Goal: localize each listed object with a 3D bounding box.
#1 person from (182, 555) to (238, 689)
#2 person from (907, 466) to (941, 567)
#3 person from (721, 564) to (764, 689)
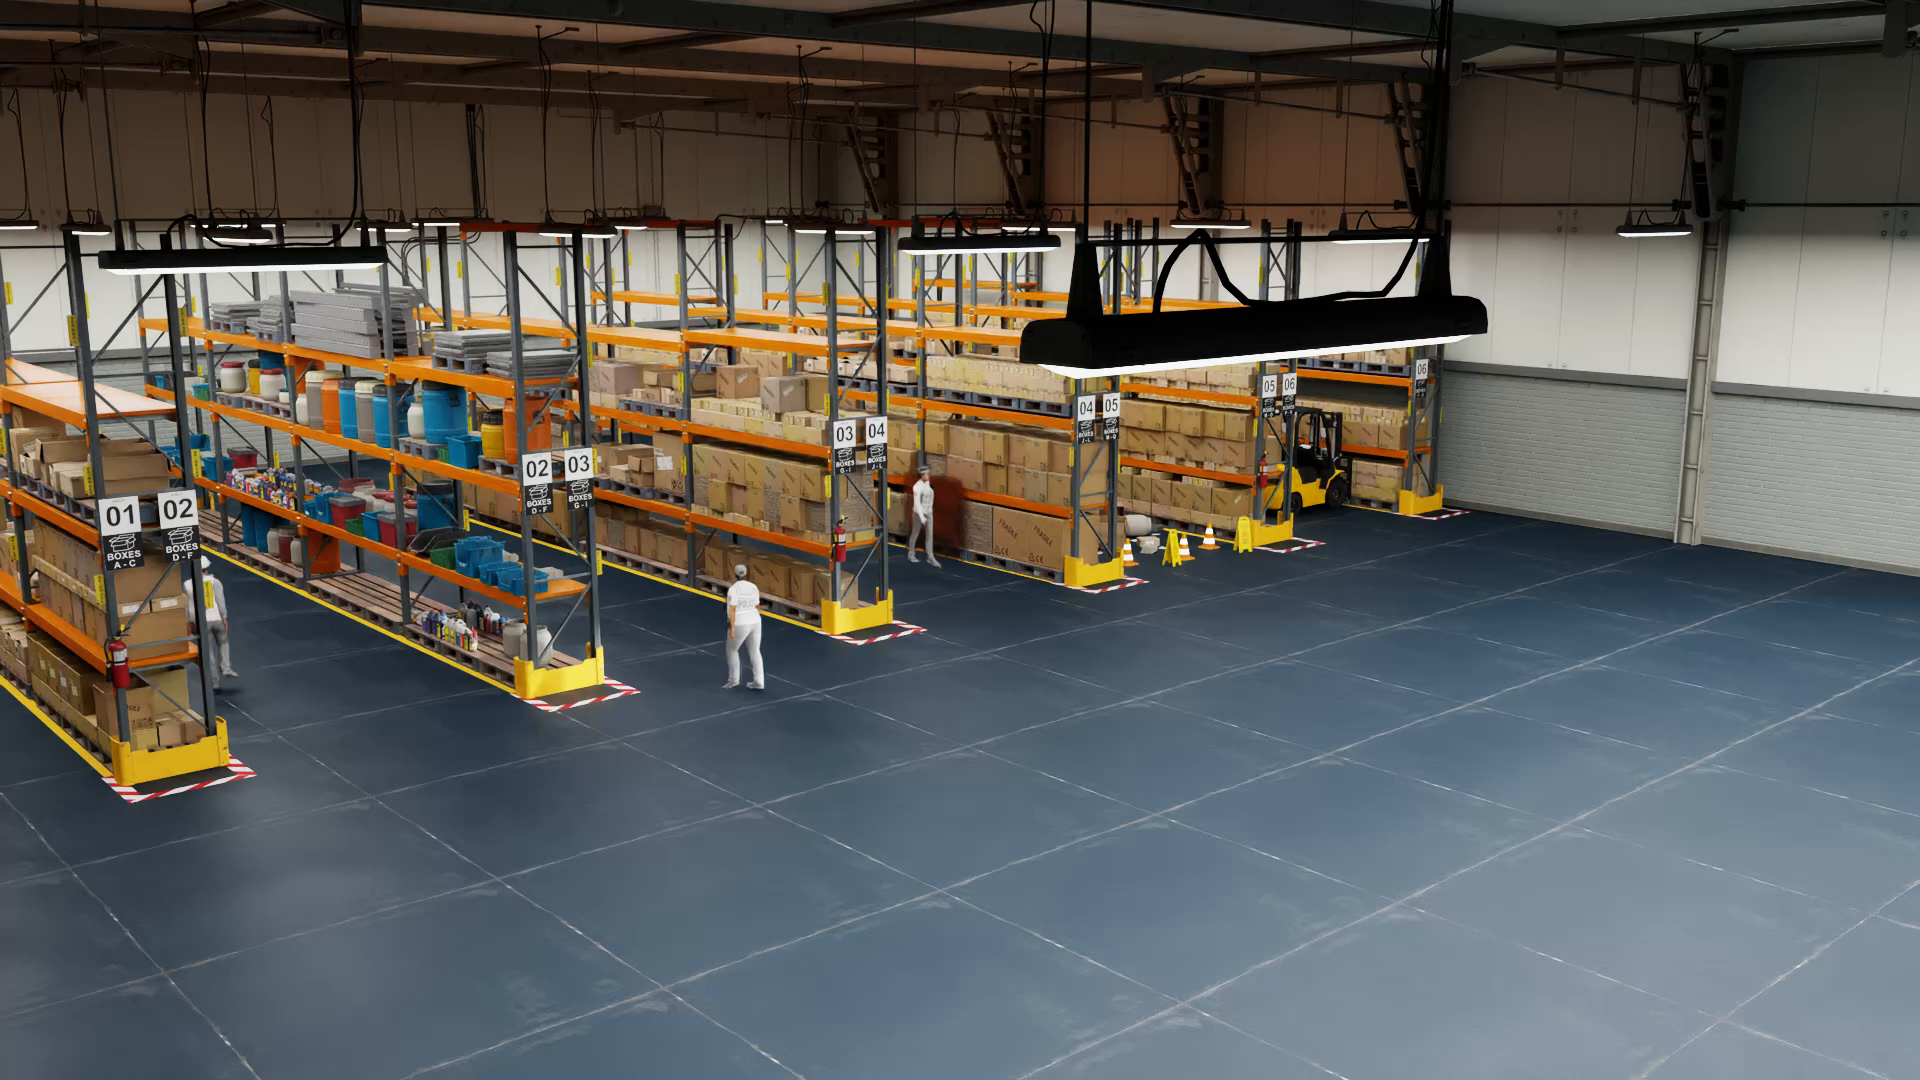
[{"bbox_3d":[-9.970,1.077,22.044,0.576,1.761,0.530,-7,13,-32],"label":"person"},{"bbox_3d":[-0.610,-0.413,28.252,0.639,1.714,0.525,11,16,42],"label":"person"},{"bbox_3d":[-2.850,1.185,21.981,0.606,1.708,0.536,11,16,43],"label":"person"}]
